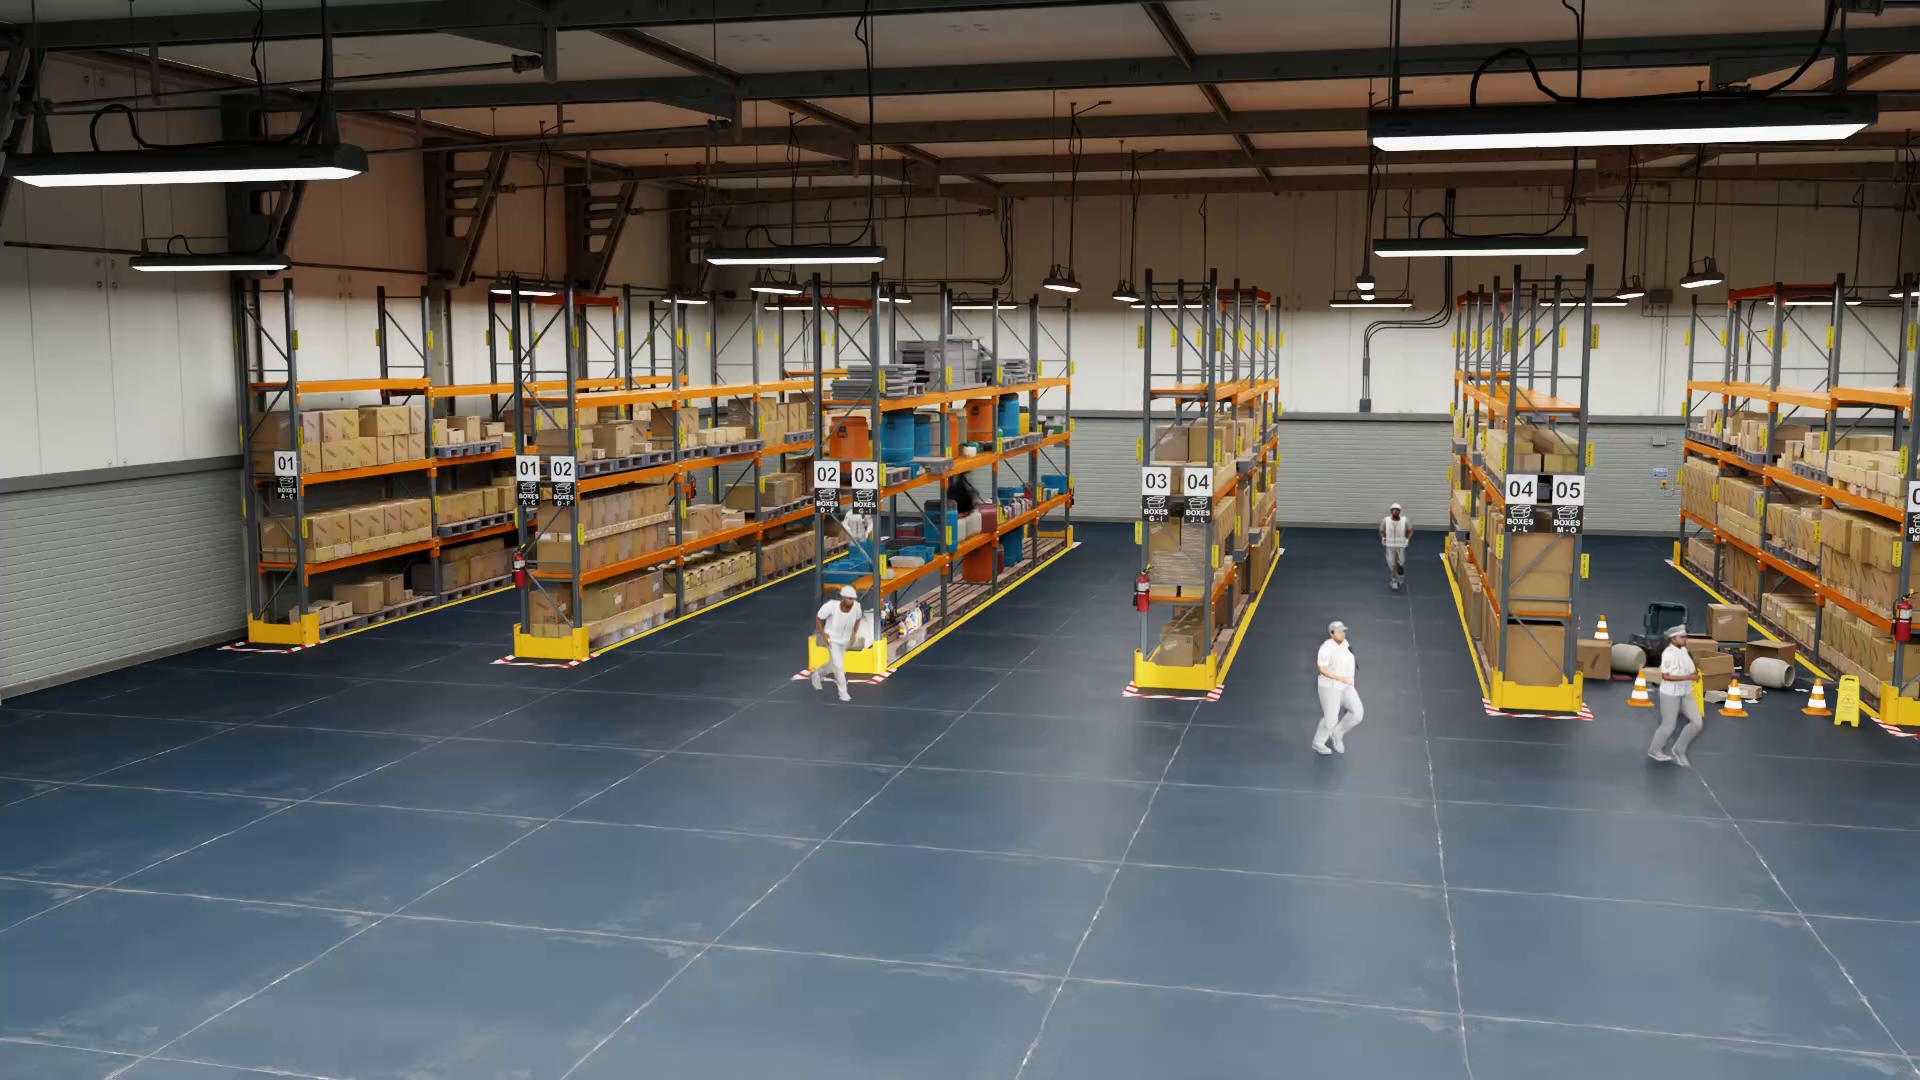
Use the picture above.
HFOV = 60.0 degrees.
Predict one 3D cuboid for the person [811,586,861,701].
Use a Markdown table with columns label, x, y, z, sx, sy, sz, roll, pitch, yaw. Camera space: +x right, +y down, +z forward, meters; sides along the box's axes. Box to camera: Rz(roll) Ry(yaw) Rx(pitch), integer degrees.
| label | x | y | z | sx | sy | sz | roll | pitch | yaw |
| --- | --- | --- | --- | --- | --- | --- | --- | --- | --- |
| person | -1.757 | 1.422 | 23.409 | 0.677 | 1.658 | 1.071 | -5 | 8 | -34 |

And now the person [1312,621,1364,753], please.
| label | x | y | z | sx | sy | sz | roll | pitch | yaw |
| --- | --- | --- | --- | --- | --- | --- | --- | --- | --- |
| person | 4.568 | 1.784 | 20.110 | 0.580 | 1.632 | 0.611 | -5 | 8 | -33 |

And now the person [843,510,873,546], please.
| label | x | y | z | sx | sy | sz | roll | pitch | yaw |
| --- | --- | --- | --- | --- | --- | --- | --- | --- | --- |
| person | -2.016 | -0.044 | 32.820 | 0.609 | 1.665 | 0.493 | 0 | 7 | 0 |

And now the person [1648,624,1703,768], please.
| label | x | y | z | sx | sy | sz | roll | pitch | yaw |
| --- | --- | --- | --- | --- | --- | --- | --- | --- | --- |
| person | 8.444 | 1.838 | 19.537 | 0.559 | 1.727 | 0.677 | -4 | 8 | -30 |

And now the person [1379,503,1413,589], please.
| label | x | y | z | sx | sy | sz | roll | pitch | yaw |
| --- | --- | --- | --- | --- | --- | --- | --- | --- | --- |
| person | 8.758 | 0.129 | 33.459 | 0.657 | 1.735 | 0.588 | 2 | 7 | 18 |
